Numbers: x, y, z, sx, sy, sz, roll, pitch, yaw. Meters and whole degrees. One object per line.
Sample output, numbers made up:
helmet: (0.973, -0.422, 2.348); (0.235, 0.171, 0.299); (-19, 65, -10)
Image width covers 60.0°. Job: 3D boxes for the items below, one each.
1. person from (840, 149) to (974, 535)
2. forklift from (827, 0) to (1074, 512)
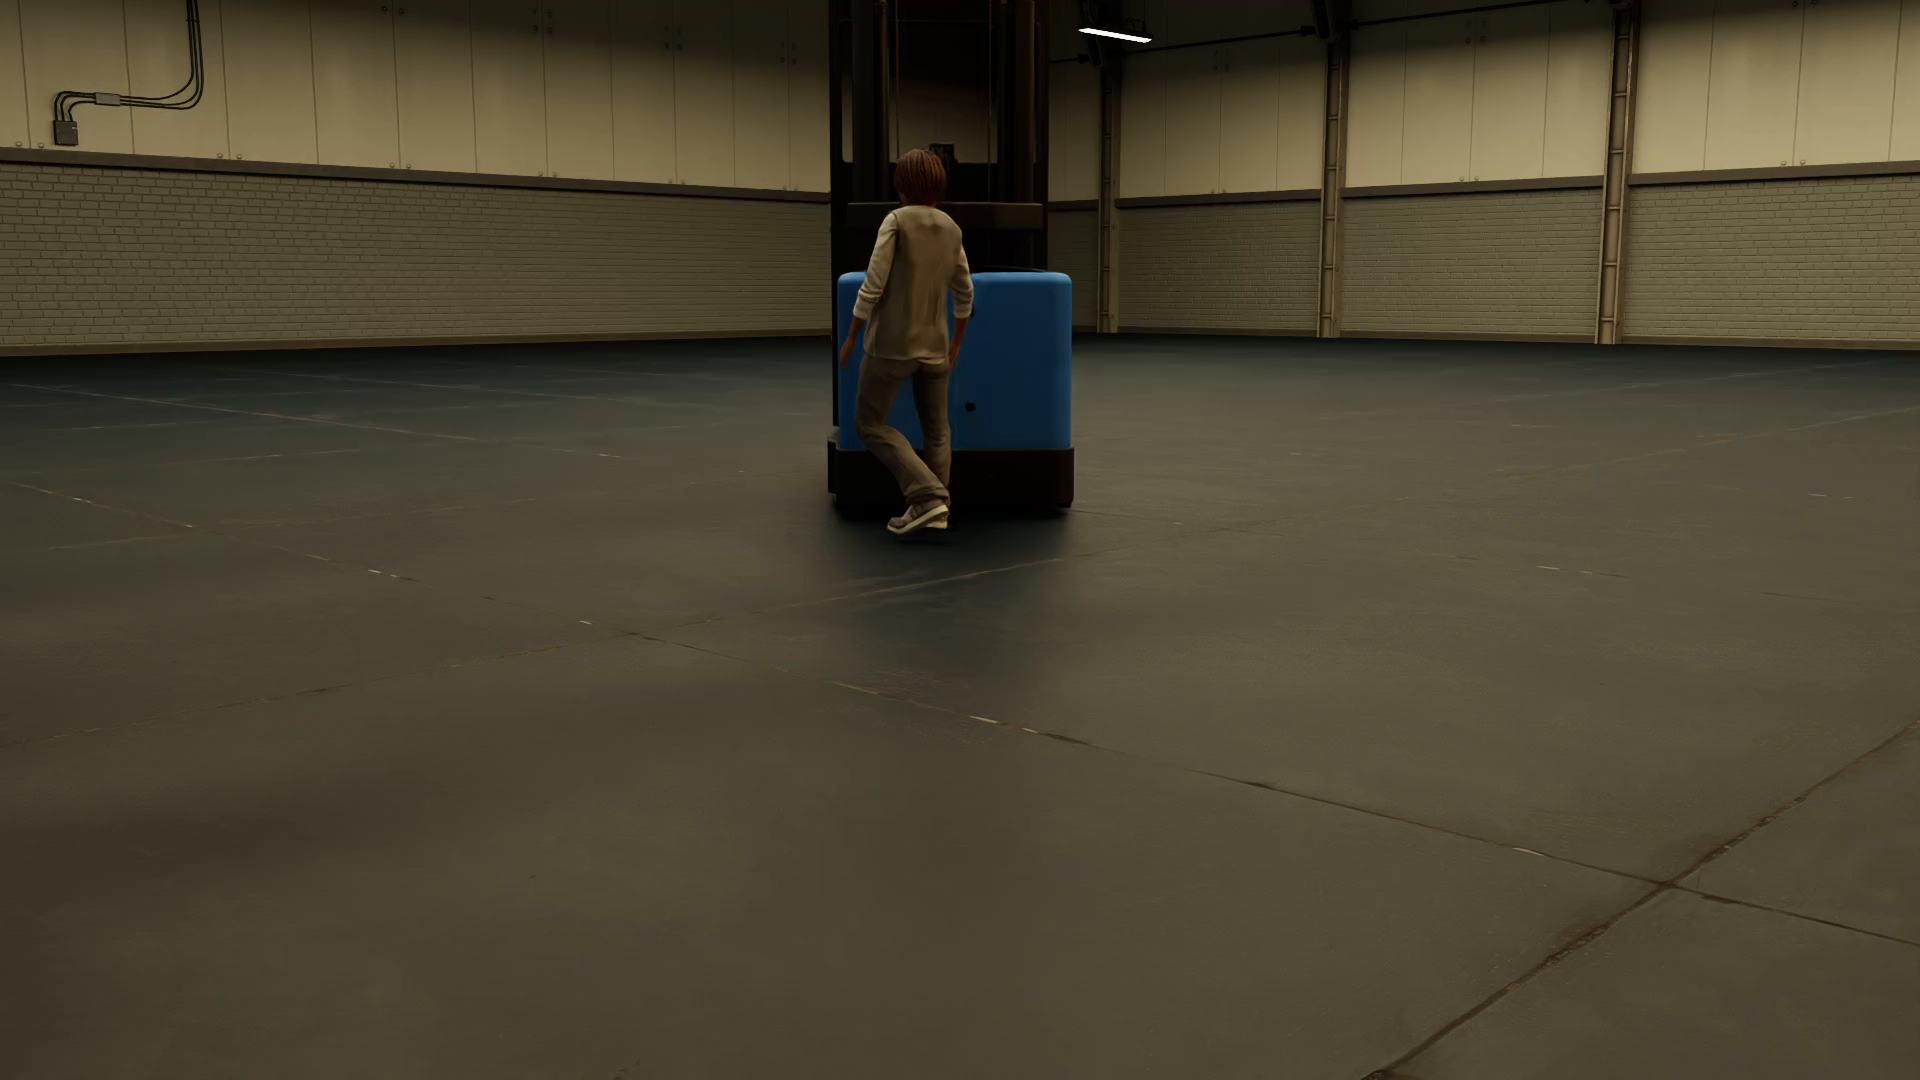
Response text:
person: (-0.245, -0.784, 6.731); (0.585, 1.538, 0.587); (-6, 10, -34)
forklift: (-0.122, -1.756, 8.538); (1.130, 2.935, 3.031); (-1, 9, -4)
